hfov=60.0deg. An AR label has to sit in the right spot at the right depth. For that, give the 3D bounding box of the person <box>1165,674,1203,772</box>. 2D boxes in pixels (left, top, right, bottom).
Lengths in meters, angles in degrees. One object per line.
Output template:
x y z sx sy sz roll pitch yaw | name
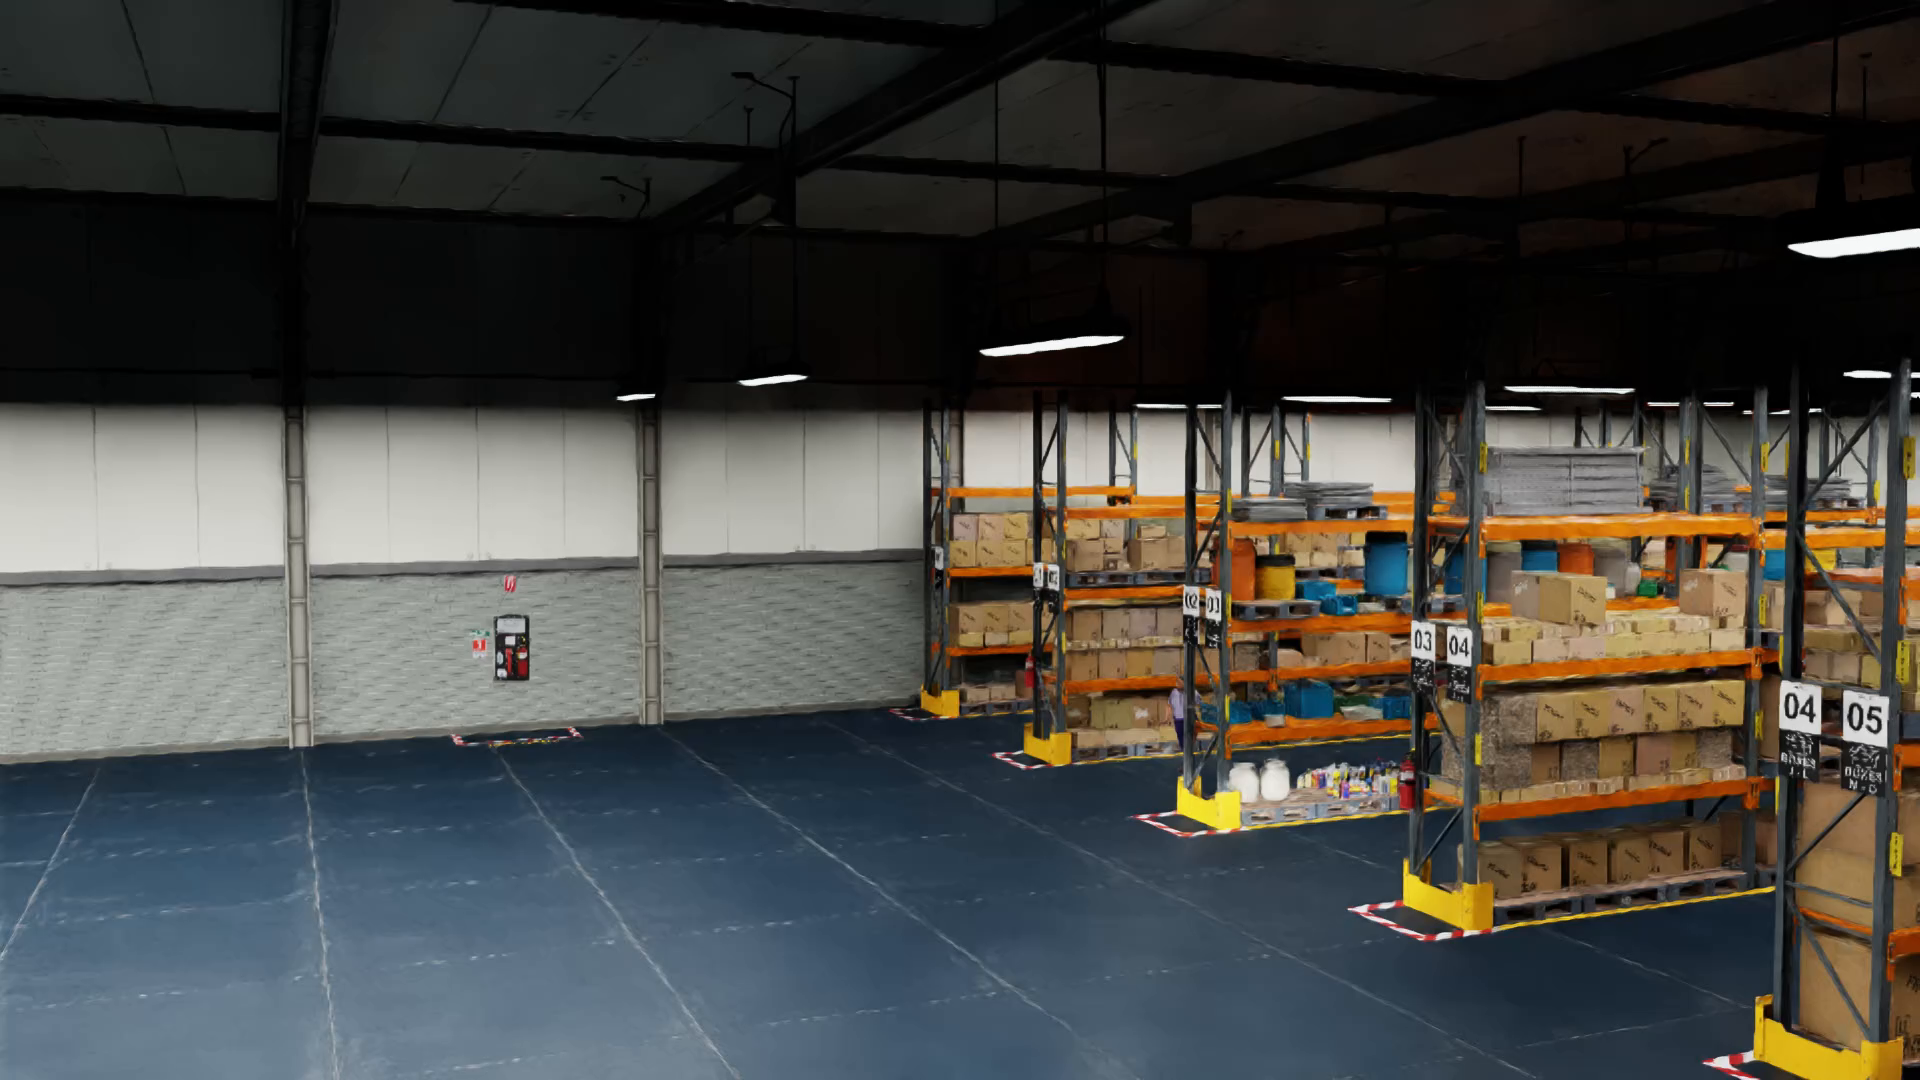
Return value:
3.490 2.850 25.736 0.715 1.590 0.604 -3 5 -45 | person
